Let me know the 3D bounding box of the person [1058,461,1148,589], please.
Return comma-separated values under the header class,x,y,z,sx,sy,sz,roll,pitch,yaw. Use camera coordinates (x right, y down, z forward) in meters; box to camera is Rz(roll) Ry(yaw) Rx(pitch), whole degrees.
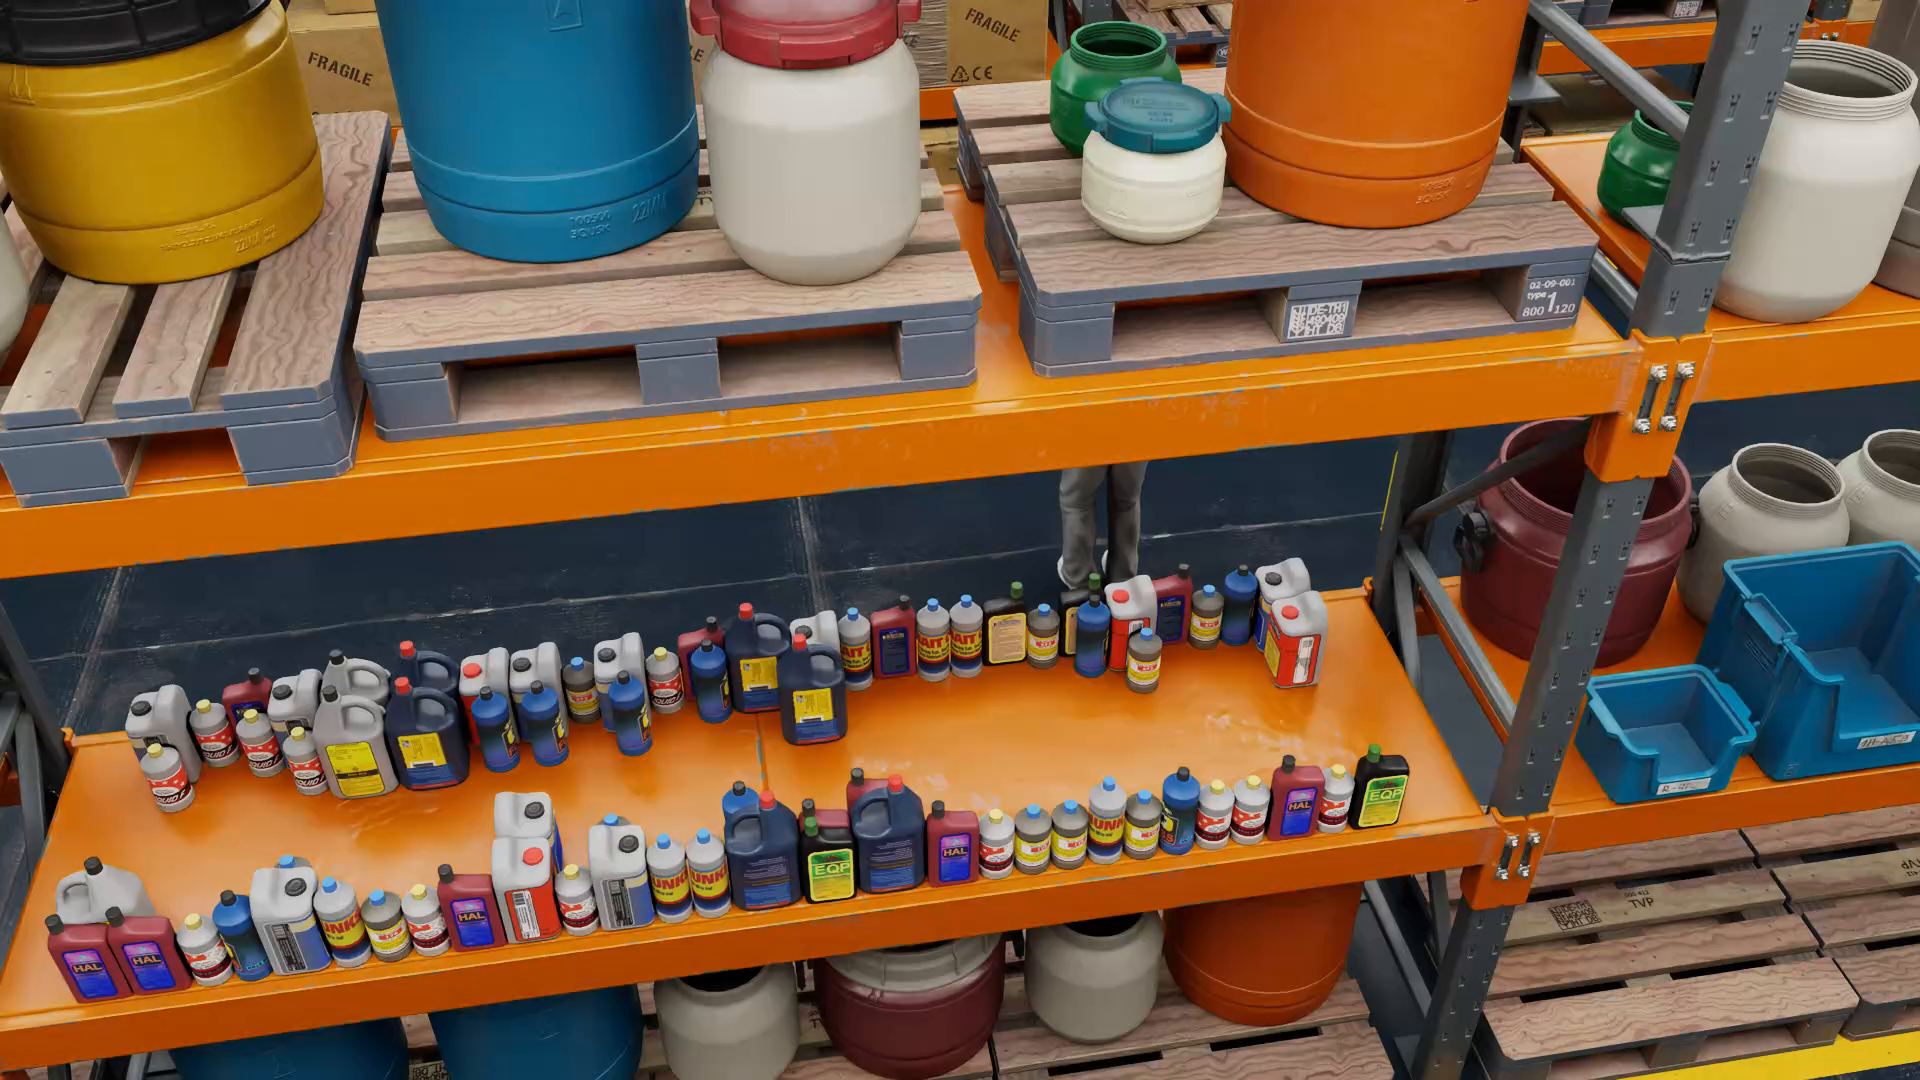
class,x,y,z,sx,sy,sz,roll,pitch,yaw
person,0.584,-0.447,6.720,0.437,1.662,0.554,-6,39,-7
